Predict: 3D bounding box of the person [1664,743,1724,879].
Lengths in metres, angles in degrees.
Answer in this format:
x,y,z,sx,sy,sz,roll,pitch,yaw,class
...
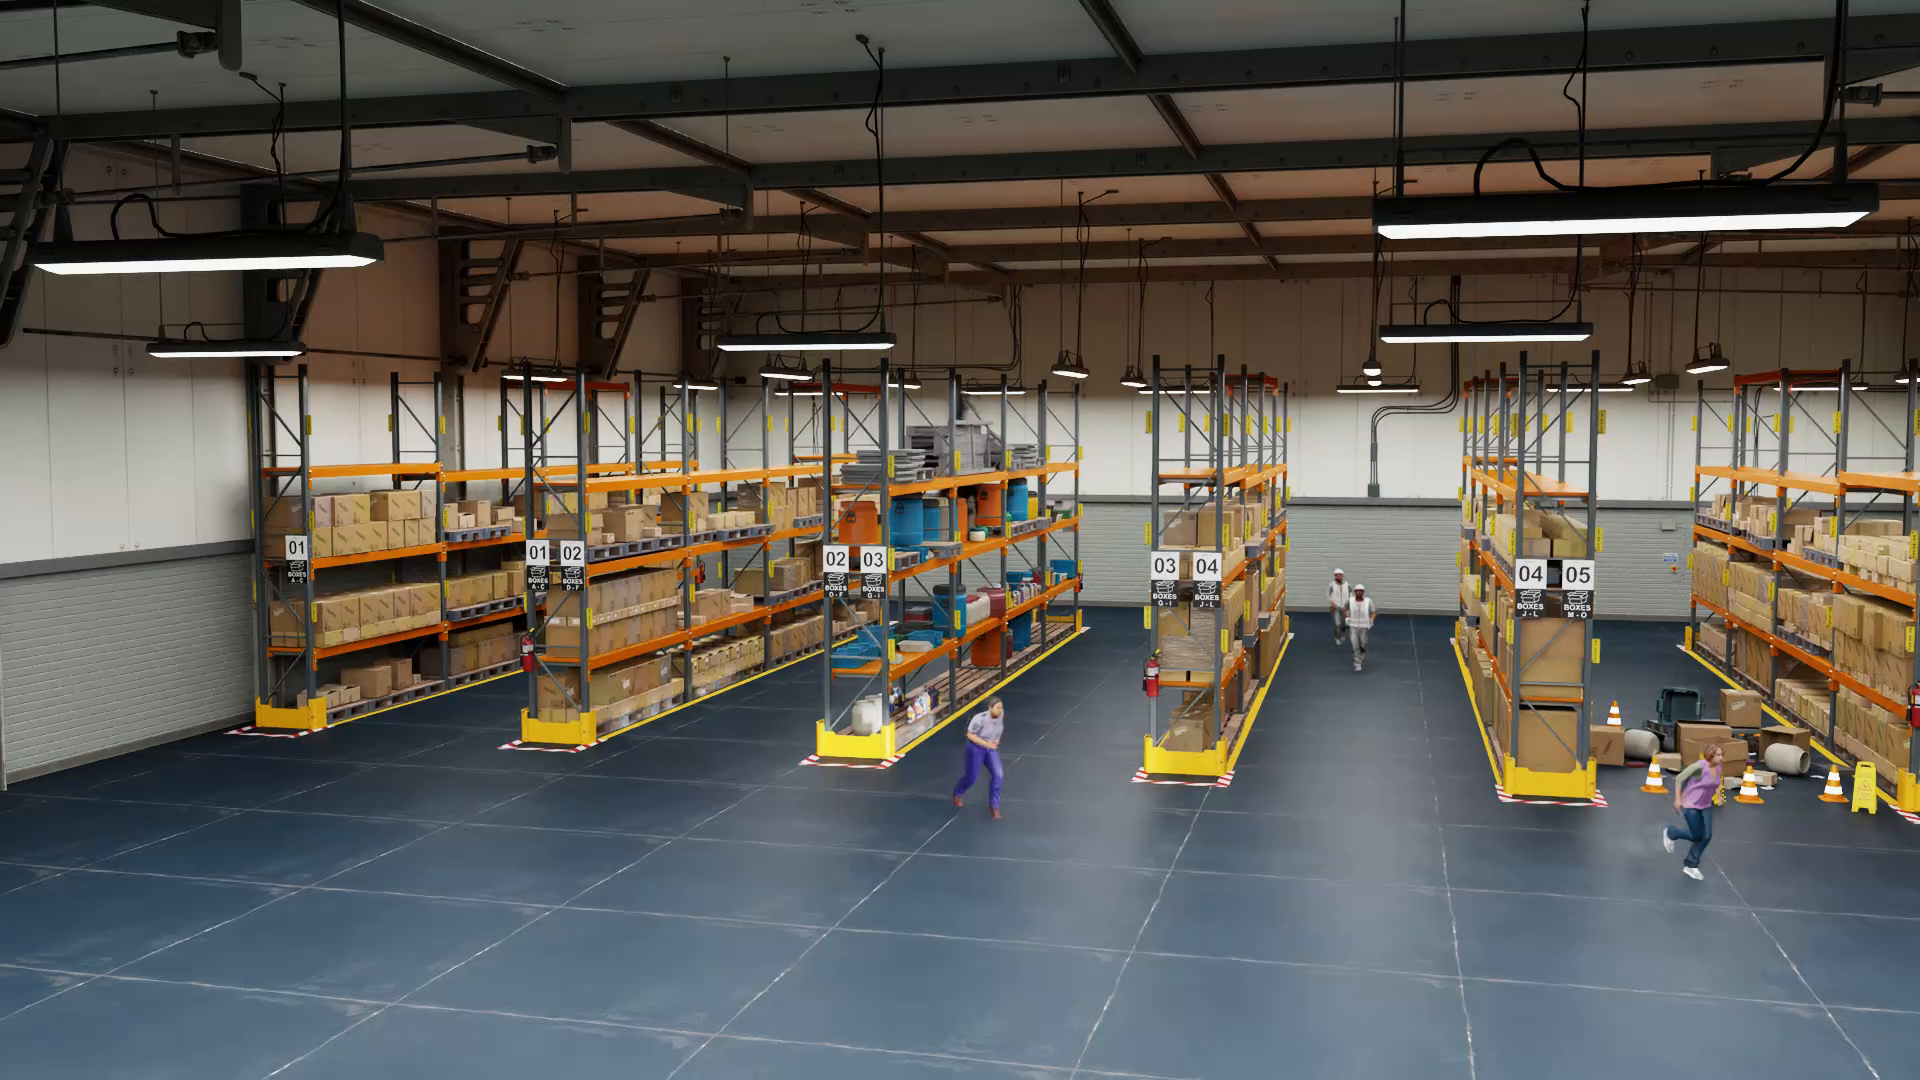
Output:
x,y,z,sx,sy,sz,roll,pitch,yaw,class
8.176,2.983,18.536,0.532,1.537,0.717,-2,4,-29,person

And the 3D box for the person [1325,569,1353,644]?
x,y,z,sx,sy,sz,roll,pitch,yaw,class
8.676,1.523,37.909,0.682,1.739,0.558,0,4,-2,person

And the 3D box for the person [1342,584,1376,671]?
x,y,z,sx,sy,sz,roll,pitch,yaw,class
8.182,1.784,34.136,0.681,1.759,0.778,1,4,13,person

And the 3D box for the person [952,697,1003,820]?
x,y,z,sx,sy,sz,roll,pitch,yaw,class
0.240,2.775,21.425,0.649,1.612,0.960,-3,5,-39,person
